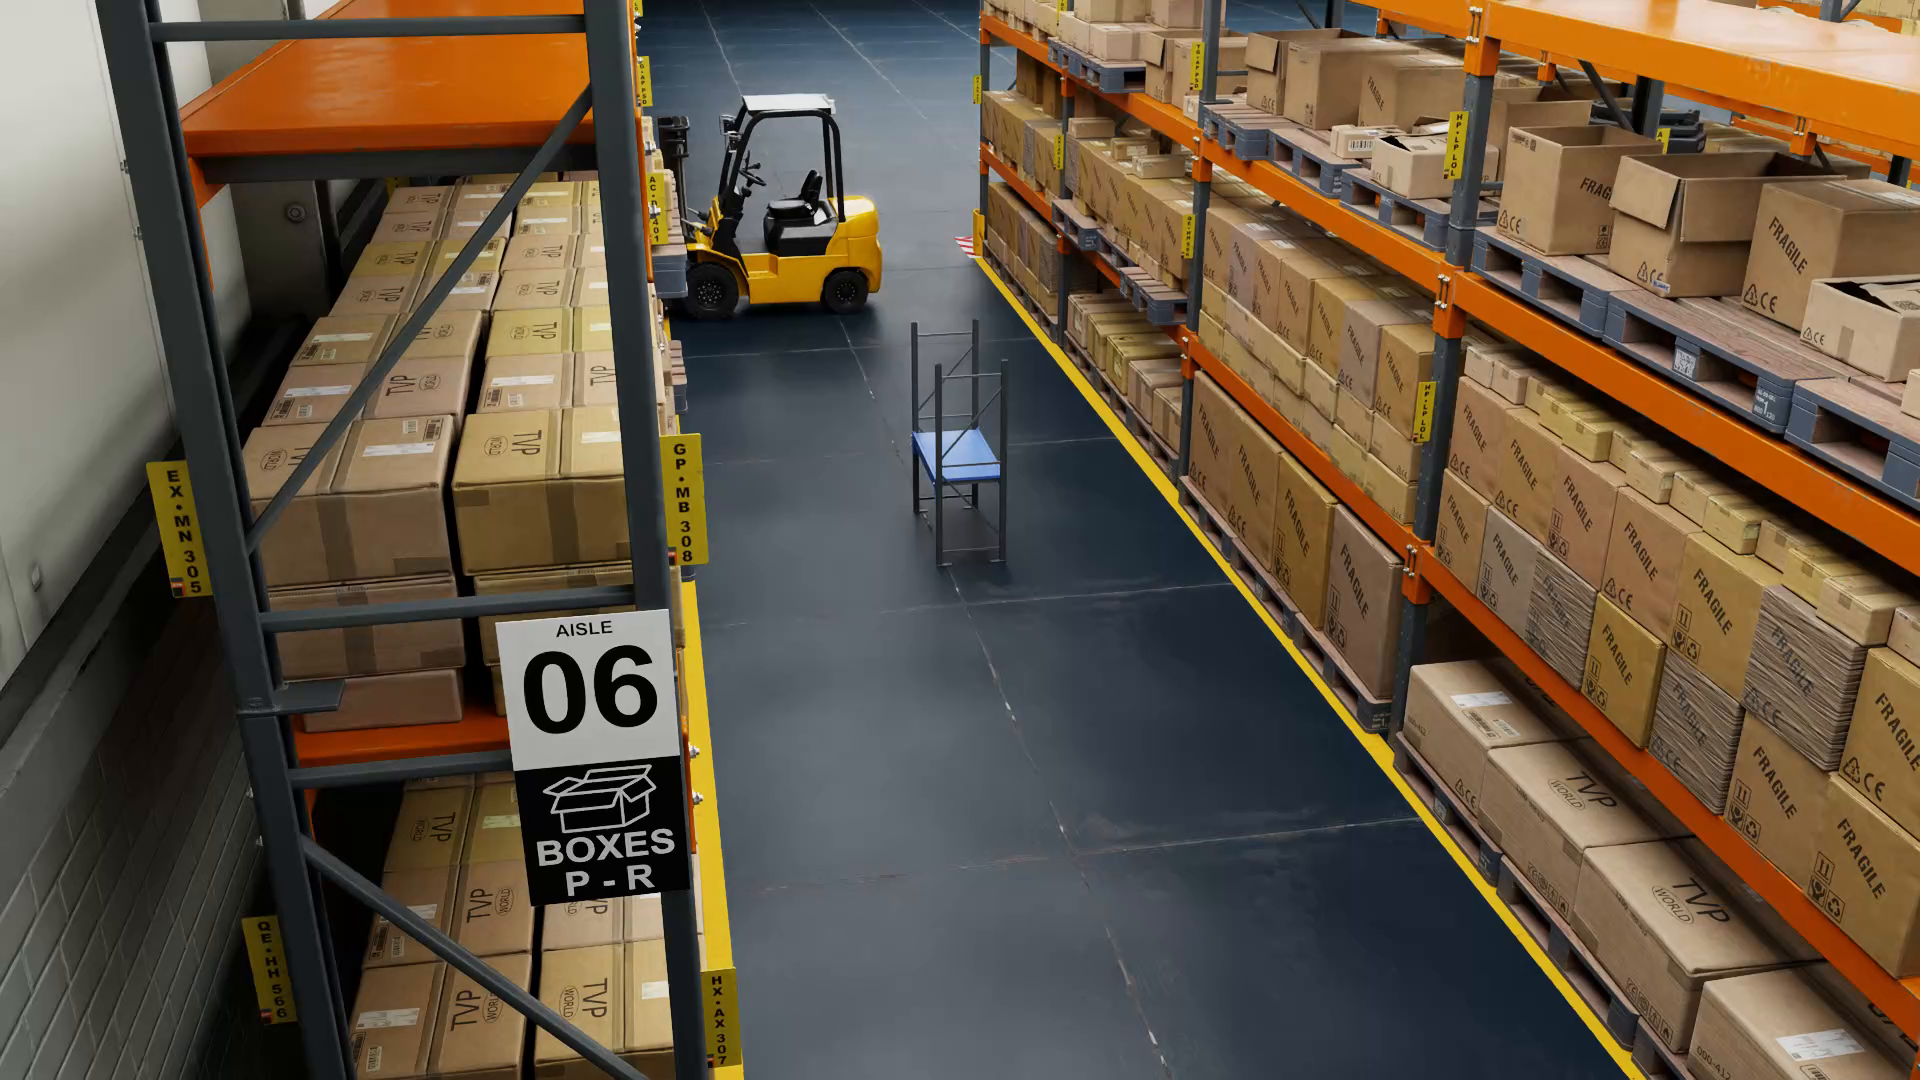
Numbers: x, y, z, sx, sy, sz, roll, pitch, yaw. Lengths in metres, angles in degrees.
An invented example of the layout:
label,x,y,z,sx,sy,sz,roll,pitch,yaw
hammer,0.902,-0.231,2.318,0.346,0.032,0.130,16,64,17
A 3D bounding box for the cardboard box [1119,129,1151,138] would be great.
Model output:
label,x,y,z,sx,sy,sz,roll,pitch,yaw
cardboard box,1.791,-3.574,15.665,0.500,0.500,0.500,-5,24,-11

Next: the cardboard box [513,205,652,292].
label,x,y,z,sx,sy,sz,roll,pitch,yaw
cardboard box,-1.485,-1.141,6.557,0.500,0.250,0.500,-5,24,-11

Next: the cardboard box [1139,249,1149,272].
label,x,y,z,sx,sy,sz,roll,pitch,yaw
cardboard box,1.678,-2.276,13.502,0.380,0.149,0.250,-5,24,-12

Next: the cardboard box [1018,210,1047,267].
label,x,y,z,sx,sy,sz,roll,pitch,yaw
cardboard box,0.916,-3.254,17.927,0.500,0.500,0.500,-3,24,-7

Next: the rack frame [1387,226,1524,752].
label,x,y,z,sx,sy,sz,roll,pitch,yaw
rack frame,2.960,-0.218,9.001,1.000,3.000,0.127,-4,24,-10

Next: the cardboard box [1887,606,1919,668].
label,x,y,z,sx,sy,sz,roll,pitch,yaw
cardboard box,3.366,0.330,5.563,0.380,0.149,0.250,-4,24,-9

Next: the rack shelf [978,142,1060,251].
label,x,y,z,sx,sy,sz,roll,pitch,yaw
rack shelf,1.111,-3.822,18.151,1.077,0.370,4.000,-4,24,-10

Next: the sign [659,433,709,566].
label,x,y,z,sx,sy,sz,roll,pitch,yaw
sign,-0.645,-0.091,3.871,0.100,0.325,0.005,-4,24,-10

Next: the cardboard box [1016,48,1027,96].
label,x,y,z,sx,sy,sz,roll,pitch,yaw
cardboard box,1.050,-5.393,19.106,0.700,0.500,0.500,-5,24,-11

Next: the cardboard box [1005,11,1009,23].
label,x,y,z,sx,sy,sz,roll,pitch,yaw
cardboard box,0.705,-5.744,18.220,0.380,0.149,0.250,-4,24,-10

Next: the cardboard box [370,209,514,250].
label,x,y,z,sx,sy,sz,roll,pitch,yaw
cardboard box,-1.995,-1.102,6.468,0.500,0.250,0.500,-5,24,-11

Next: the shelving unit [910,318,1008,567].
label,x,y,z,sx,sy,sz,roll,pitch,yaw
shelving unit,-0.016,-0.721,12.027,0.538,1.500,1.048,-4,24,-10

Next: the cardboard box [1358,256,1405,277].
label,x,y,z,sx,sy,sz,roll,pitch,yaw
cardboard box,2.847,-1.515,10.596,0.500,0.500,0.500,-5,24,-11

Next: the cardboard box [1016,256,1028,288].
label,x,y,z,sx,sy,sz,roll,pitch,yaw
cardboard box,0.909,-2.919,18.096,0.500,0.250,0.500,-4,24,-9

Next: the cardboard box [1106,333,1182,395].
label,x,y,z,sx,sy,sz,roll,pitch,yaw
cardboard box,1.846,-1.591,14.903,0.950,0.372,0.625,-4,24,-8

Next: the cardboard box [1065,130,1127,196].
label,x,y,z,sx,sy,sz,roll,pitch,yaw
cardboard box,1.285,-3.534,15.572,0.500,0.500,0.500,-4,24,-8

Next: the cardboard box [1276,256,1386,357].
label,x,y,z,sx,sy,sz,roll,pitch,yaw
cardboard box,2.343,-1.485,10.529,0.500,0.500,0.500,-4,24,-9

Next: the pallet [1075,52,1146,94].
label,x,y,z,sx,sy,sz,roll,pitch,yaw
pallet,1.685,-3.995,14.136,1.213,0.211,1.003,-4,24,-10

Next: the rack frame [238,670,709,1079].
label,x,y,z,sx,sy,sz,roll,pitch,yaw
rack frame,-1.178,1.724,4.554,1.000,3.000,0.127,-4,24,-10

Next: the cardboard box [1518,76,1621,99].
label,x,y,z,sx,sy,sz,roll,pitch,yaw
cardboard box,6.292,-4.482,17.228,0.875,0.550,0.550,-4,24,-10

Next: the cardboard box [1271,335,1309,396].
label,x,y,z,sx,sy,sz,roll,pitch,yaw
cardboard box,2.326,-1.133,10.660,0.500,0.250,0.500,-4,24,-9

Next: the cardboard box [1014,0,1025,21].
label,x,y,z,sx,sy,sz,roll,pitch,yaw
cardboard box,0.851,-5.559,17.300,0.500,0.250,0.500,-4,24,-9

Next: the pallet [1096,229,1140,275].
label,x,y,z,sx,sy,sz,roll,pitch,yaw
pallet,1.814,-2.479,14.418,1.003,0.211,1.213,-4,24,-10

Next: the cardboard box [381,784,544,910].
label,x,y,z,sx,sy,sz,roll,pitch,yaw
cardboard box,-1.705,1.097,5.805,0.500,0.250,0.500,-4,24,-8

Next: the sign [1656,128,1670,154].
label,x,y,z,sx,sy,sz,roll,pitch,yaw
sign,3.505,-1.907,8.377,0.100,0.325,0.005,-4,24,-10

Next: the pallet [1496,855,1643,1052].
label,x,y,z,sx,sy,sz,roll,pitch,yaw
pallet,3.252,1.846,7.760,1.003,0.211,1.213,-4,24,-10

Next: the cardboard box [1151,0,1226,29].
label,x,y,z,sx,sy,sz,roll,pitch,yaw
cardboard box,1.923,-4.474,14.036,0.500,0.250,0.500,-4,24,-9

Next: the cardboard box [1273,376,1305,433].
label,x,y,z,sx,sy,sz,roll,pitch,yaw
cardboard box,2.362,-0.910,10.773,0.500,0.250,0.500,-4,24,-10

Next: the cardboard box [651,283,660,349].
label,x,y,z,sx,sy,sz,roll,pitch,yaw
cardboard box,-1.476,-0.916,6.668,0.500,0.250,0.500,-5,24,-12

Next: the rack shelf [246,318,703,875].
label,x,y,z,sx,sy,sz,roll,pitch,yaw
rack shelf,-1.548,-0.107,5.899,1.077,0.370,4.000,-4,24,-10

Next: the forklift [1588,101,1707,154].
label,x,y,z,sx,sy,sz,roll,pitch,yaw
forklift,5.242,-1.969,13.096,1.130,2.935,3.031,15,28,30

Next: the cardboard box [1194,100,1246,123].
label,x,y,z,sx,sy,sz,roll,pitch,yaw
cardboard box,1.955,-3.159,12.302,0.380,0.149,0.250,-4,24,-10

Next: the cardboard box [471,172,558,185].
label,x,y,z,sx,sy,sz,roll,pitch,yaw
cardboard box,-2.042,-1.788,7.624,0.396,0.266,0.258,-5,24,-11

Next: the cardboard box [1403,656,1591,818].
label,x,y,z,sx,sy,sz,roll,pitch,yaw
cardboard box,2.970,1.019,8.846,0.875,0.438,0.875,-5,24,-11

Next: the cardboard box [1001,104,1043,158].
label,x,y,z,sx,sy,sz,roll,pitch,yaw
cardboard box,0.750,-4.509,18.331,0.500,0.500,0.500,-5,24,-11

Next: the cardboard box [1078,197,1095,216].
label,x,y,z,sx,sy,sz,roll,pitch,yaw
cardboard box,1.310,-3.102,15.394,0.380,0.149,0.250,-4,24,-9

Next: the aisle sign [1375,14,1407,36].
label,x,y,z,sx,sy,sz,roll,pitch,yaw
aisle sign,5.279,-6.541,20.231,0.394,0.787,0.004,-4,24,-10

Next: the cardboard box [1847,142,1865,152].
label,x,y,z,sx,sy,sz,roll,pitch,yaw
cardboard box,10.628,-4.637,19.433,0.380,0.149,0.250,-4,24,-10

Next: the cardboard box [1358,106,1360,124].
label,x,y,z,sx,sy,sz,roll,pitch,yaw
cardboard box,2.819,-2.781,10.765,0.396,0.266,0.258,-5,24,-11

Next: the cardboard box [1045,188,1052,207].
label,x,y,z,sx,sy,sz,roll,pitch,yaw
cardboard box,1.068,-3.451,16.717,0.380,0.149,0.250,-4,24,-9

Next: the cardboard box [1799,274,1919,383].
label,x,y,z,sx,sy,sz,roll,pitch,yaw
cardboard box,3.472,-0.809,6.069,0.500,0.311,0.500,-4,24,-9

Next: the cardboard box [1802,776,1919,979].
label,x,y,z,sx,sy,sz,roll,pitch,yaw
cardboard box,3.350,1.140,5.768,0.500,0.500,0.500,-4,24,-9

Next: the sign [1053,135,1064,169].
label,x,y,z,sx,sy,sz,roll,pitch,yaw
sign,0.949,-3.718,15.934,0.100,0.325,0.005,-4,24,-10

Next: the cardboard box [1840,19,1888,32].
label,x,y,z,sx,sy,sz,roll,pitch,yaw
cardboard box,7.148,-4.070,13.536,0.500,0.311,0.500,-4,24,-10

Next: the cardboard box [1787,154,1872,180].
label,x,y,z,sx,sy,sz,roll,pitch,yaw
cardboard box,6.993,-2.879,13.719,0.700,0.500,0.500,-4,24,-10

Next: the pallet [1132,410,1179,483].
label,x,y,z,sx,sy,sz,roll,pitch,yaw
pallet,2.077,-0.821,13.866,1.003,0.211,1.213,-4,24,-10

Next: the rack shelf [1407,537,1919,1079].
label,x,y,z,sx,sy,sz,roll,pitch,yaw
rack shelf,3.329,0.898,7.344,1.077,0.370,4.000,-4,24,-10

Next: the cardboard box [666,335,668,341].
label,x,y,z,sx,sy,sz,roll,pitch,yaw
cardboard box,-2.159,-1.270,11.199,0.380,0.149,0.250,-4,24,-9

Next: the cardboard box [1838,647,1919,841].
label,x,y,z,sx,sy,sz,roll,pitch,yaw
cardboard box,3.376,0.679,5.572,0.500,0.500,0.500,-4,24,-8

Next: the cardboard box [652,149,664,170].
label,x,y,z,sx,sy,sz,roll,pitch,yaw
cardboard box,-1.666,-1.836,8.250,0.380,0.149,0.250,-5,24,-11

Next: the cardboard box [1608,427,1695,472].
label,x,y,z,sx,sy,sz,roll,pitch,yaw
cardboard box,3.048,-0.377,7.181,0.380,0.149,0.250,-4,24,-10

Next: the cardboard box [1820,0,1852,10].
label,x,y,z,sx,sy,sz,roll,pitch,yaw
cardboard box,10.504,-6.371,19.529,0.500,0.250,0.500,-4,24,-10

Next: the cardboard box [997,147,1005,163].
label,x,y,z,sx,sy,sz,roll,pitch,yaw
cardboard box,0.632,-4.362,18.804,0.380,0.149,0.250,-4,24,-9
